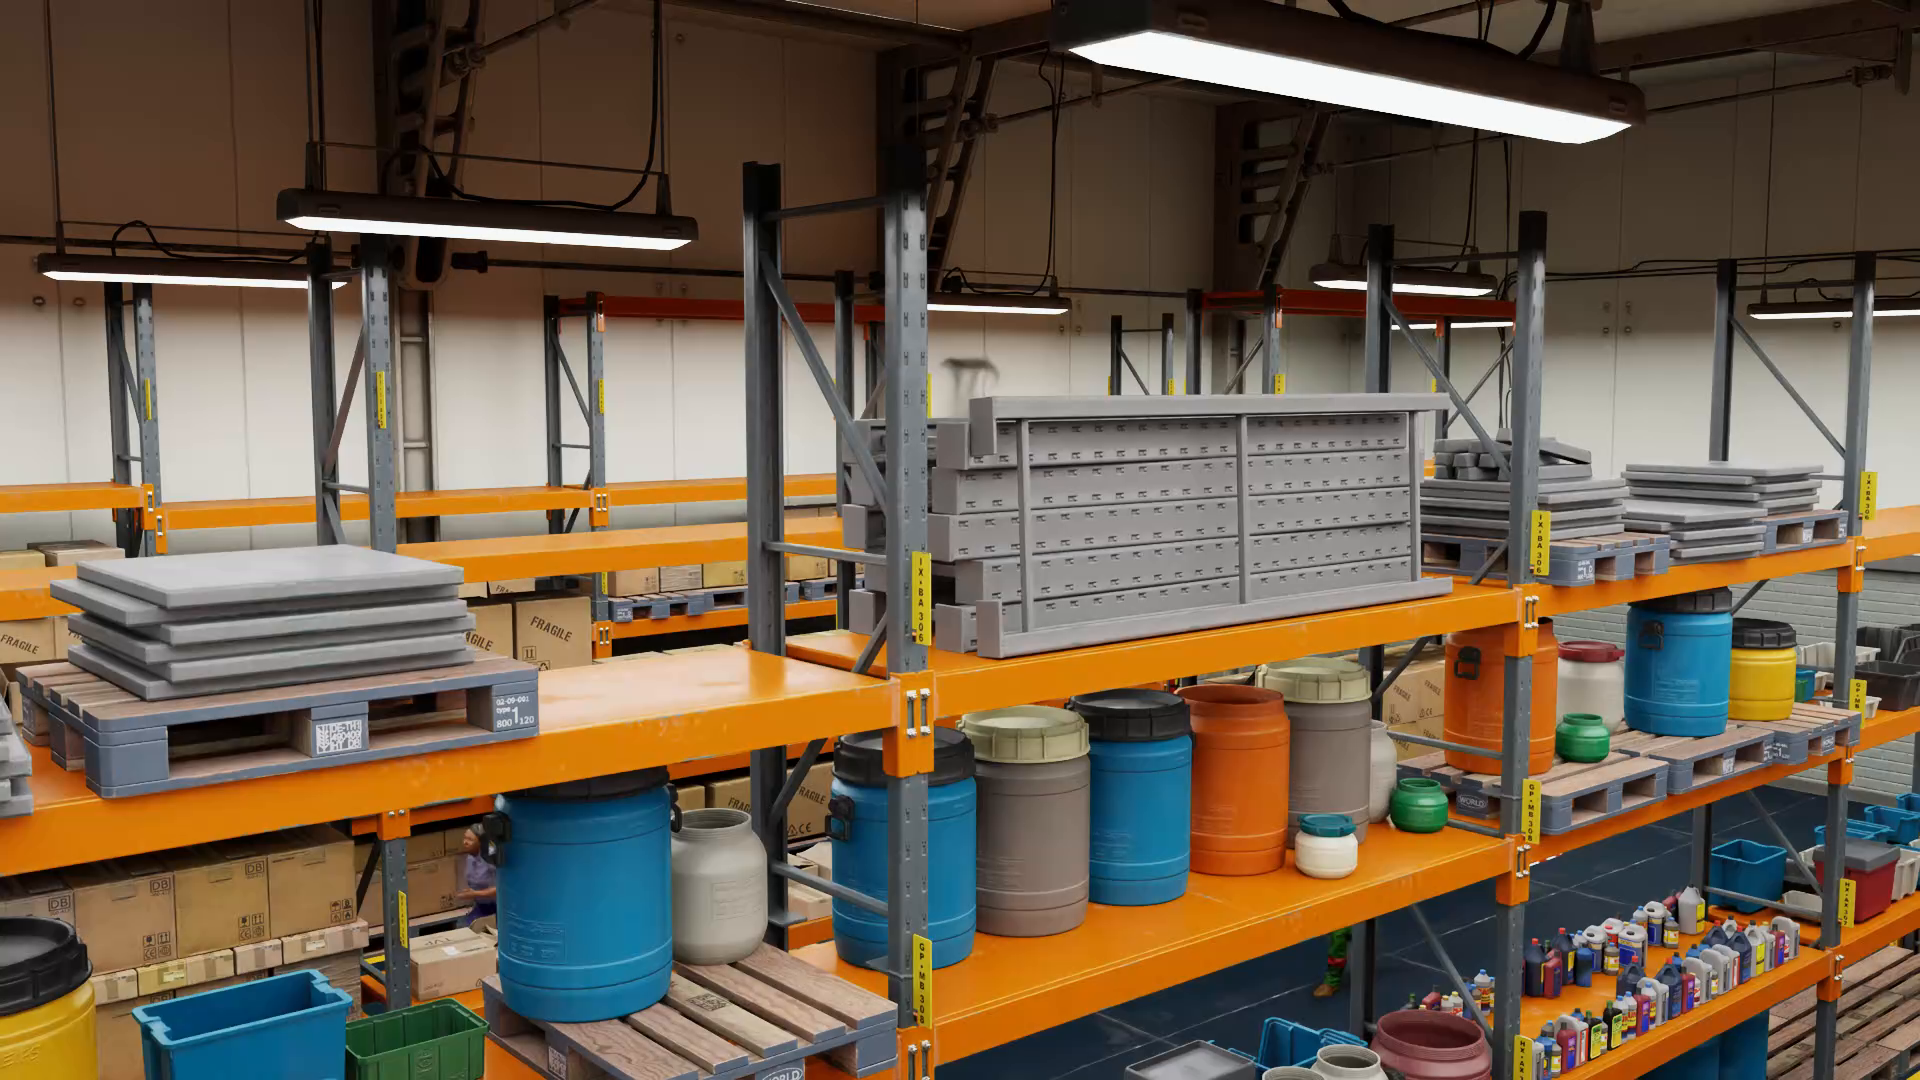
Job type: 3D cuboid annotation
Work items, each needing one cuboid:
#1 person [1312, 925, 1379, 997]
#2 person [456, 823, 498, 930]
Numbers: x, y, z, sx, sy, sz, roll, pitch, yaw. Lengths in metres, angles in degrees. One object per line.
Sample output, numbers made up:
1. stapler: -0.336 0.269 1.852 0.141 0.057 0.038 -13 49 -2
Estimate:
1. person: 3.296 2.983 14.067 0.659 1.723 0.921 5 8 43
2. person: -3.893 3.079 13.697 0.591 1.575 0.663 4 7 33
